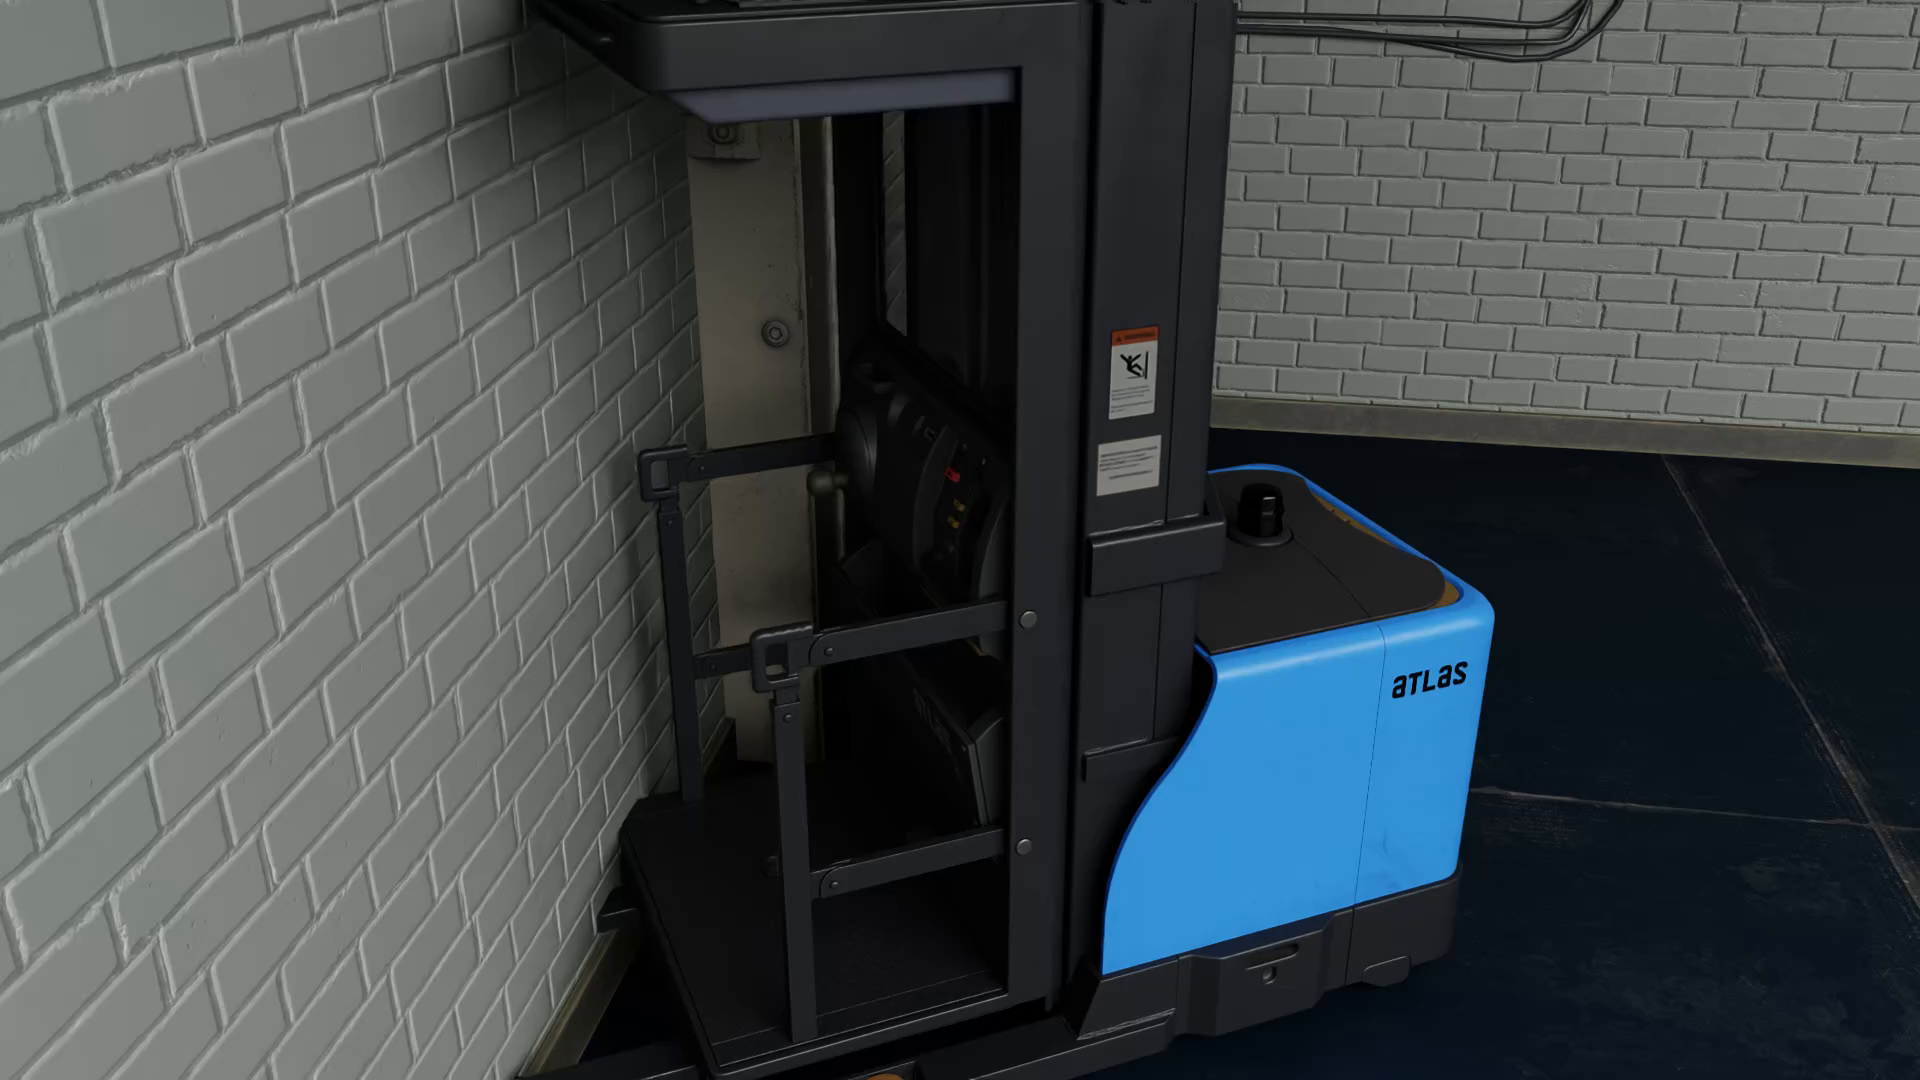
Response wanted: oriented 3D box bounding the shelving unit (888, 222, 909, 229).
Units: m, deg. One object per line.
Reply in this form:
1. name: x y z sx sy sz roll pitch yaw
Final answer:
1. shelving unit: 0.012 -0.711 6.500 0.587 1.500 1.083 4 25 9

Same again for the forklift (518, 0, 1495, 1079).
1. forklift: -0.283 -0.164 3.642 3.031 2.935 1.130 -10 27 -20

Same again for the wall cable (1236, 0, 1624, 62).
1. wall cable: 1.230 -3.190 6.613 3.097 2.526 0.112 4 25 9

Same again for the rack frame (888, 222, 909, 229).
1. rack frame: -0.069 -0.502 6.054 0.500 1.500 0.032 4 25 9

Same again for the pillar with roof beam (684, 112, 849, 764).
1. pillar with roof beam: 3.691 -3.158 2.881 9.100 9.000 0.400 4 25 9
